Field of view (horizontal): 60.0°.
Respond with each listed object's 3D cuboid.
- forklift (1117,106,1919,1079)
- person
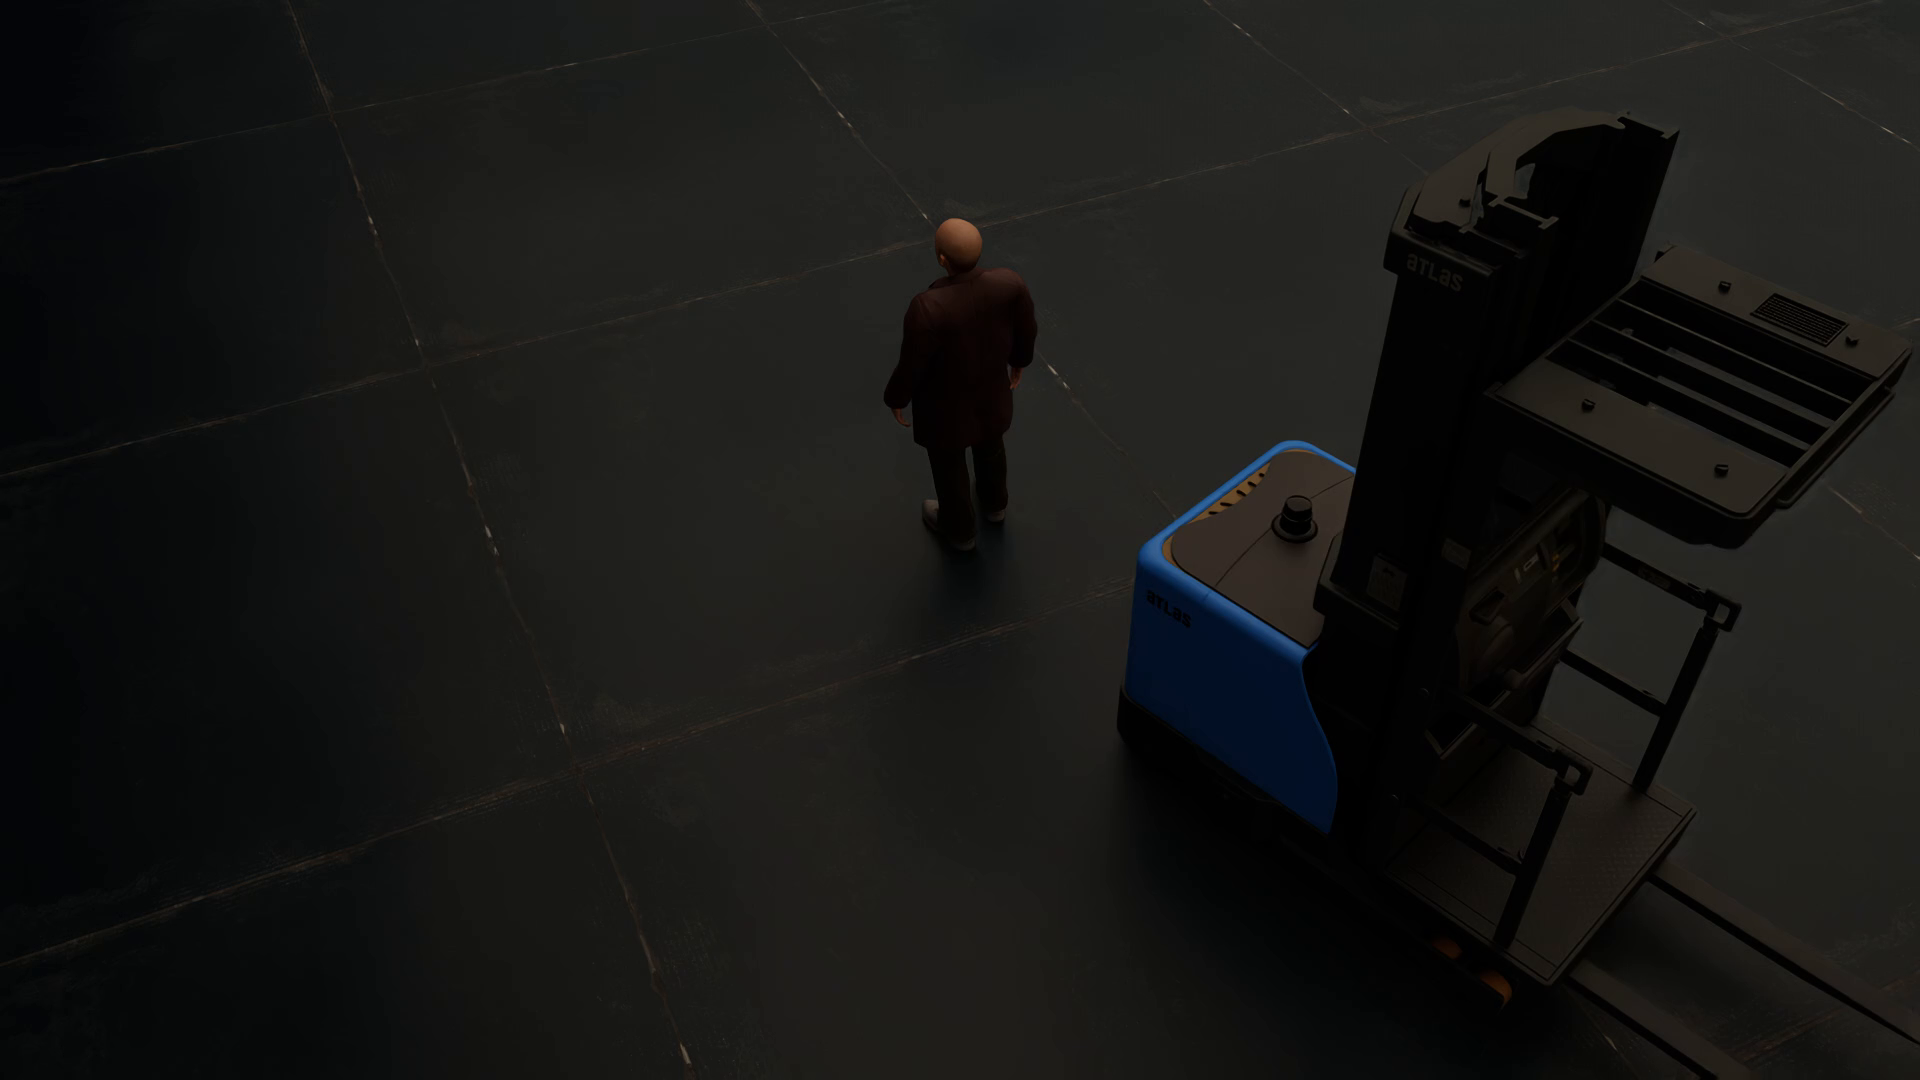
[{"bbox_3d":[2.051,0.227,5.437,3.031,2.935,1.130,34,53,31],"label":"forklift"},{"bbox_3d":[-0.035,-0.713,7.279,0.698,1.778,0.579,-18,46,-18],"label":"person"}]
